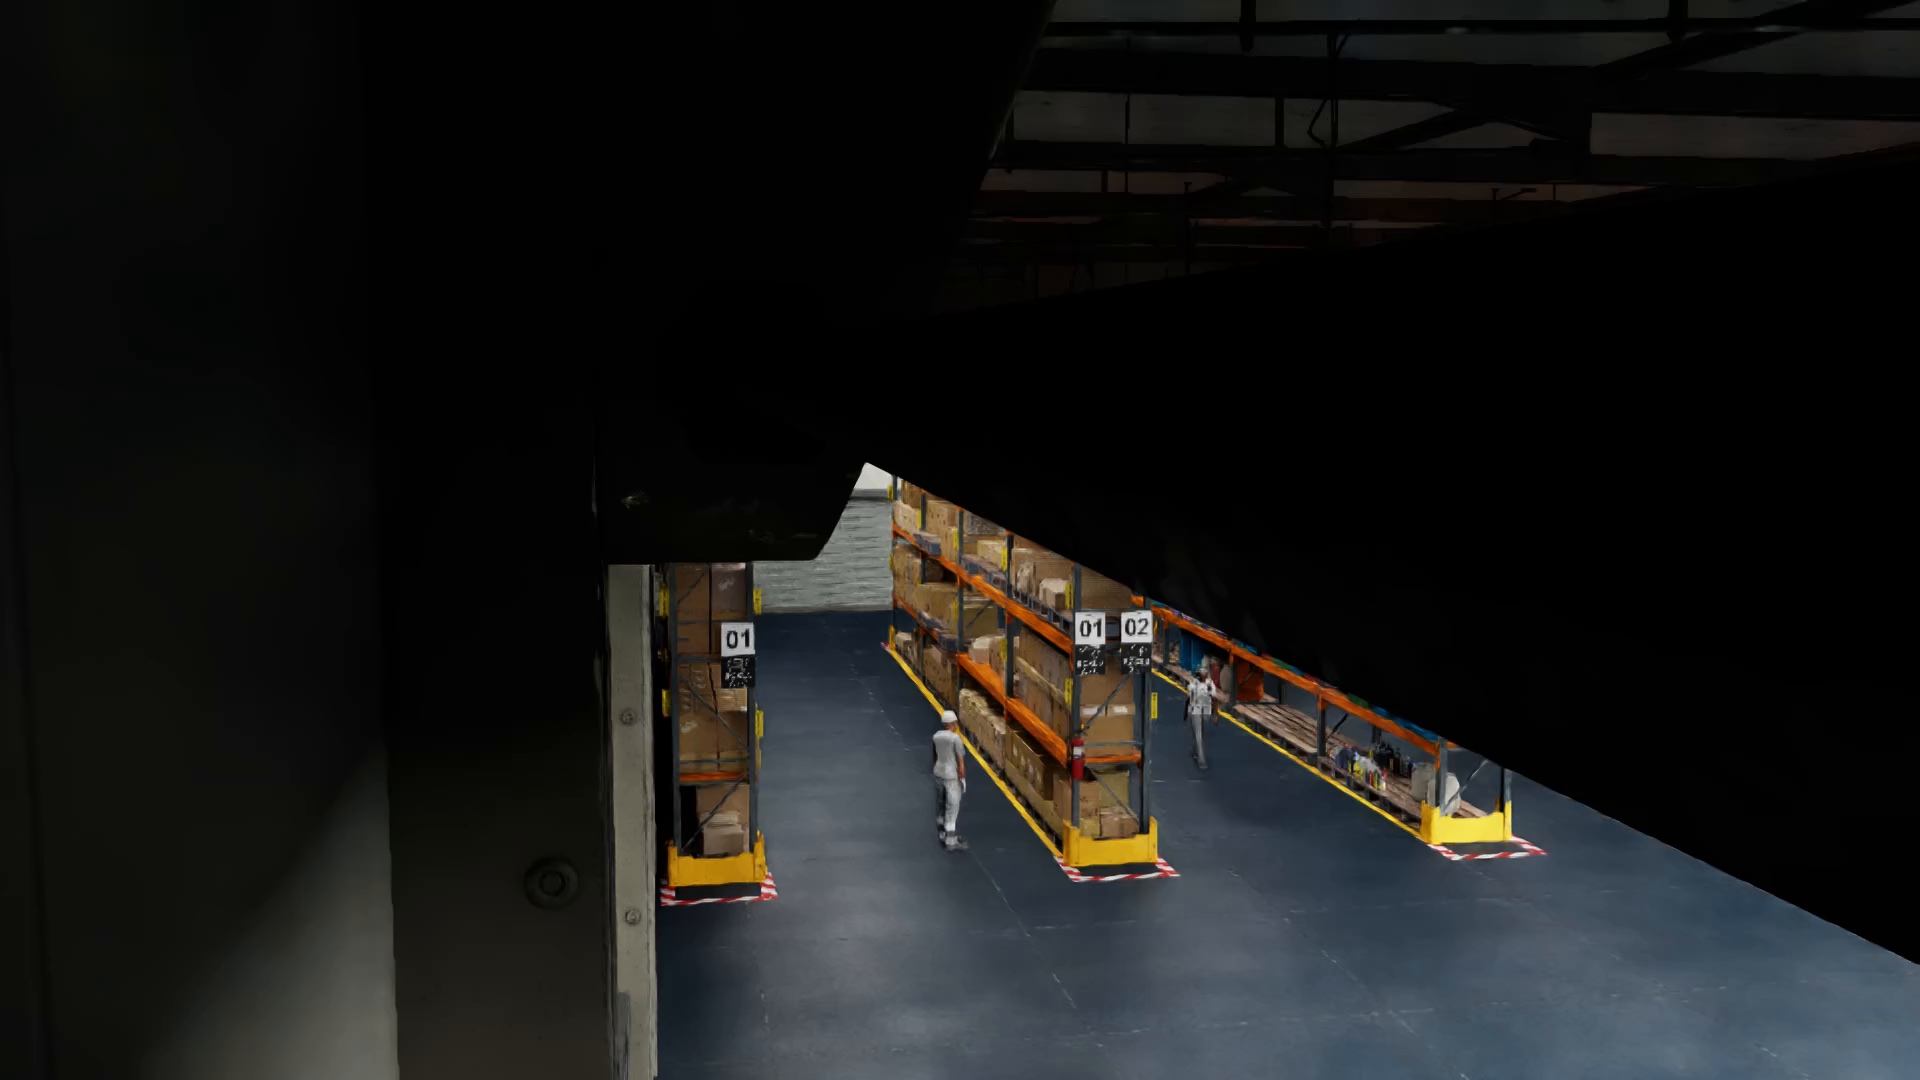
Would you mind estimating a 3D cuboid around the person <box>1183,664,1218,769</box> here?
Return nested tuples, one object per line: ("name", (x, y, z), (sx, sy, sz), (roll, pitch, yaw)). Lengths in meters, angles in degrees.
("person", (3.783, 2.708, 26.004), (0.463, 1.625, 0.989), (-1, 6, -12))

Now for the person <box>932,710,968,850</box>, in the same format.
("person", (-0.108, 3.088, 21.632), (0.442, 1.792, 0.606), (-5, 8, -41))
